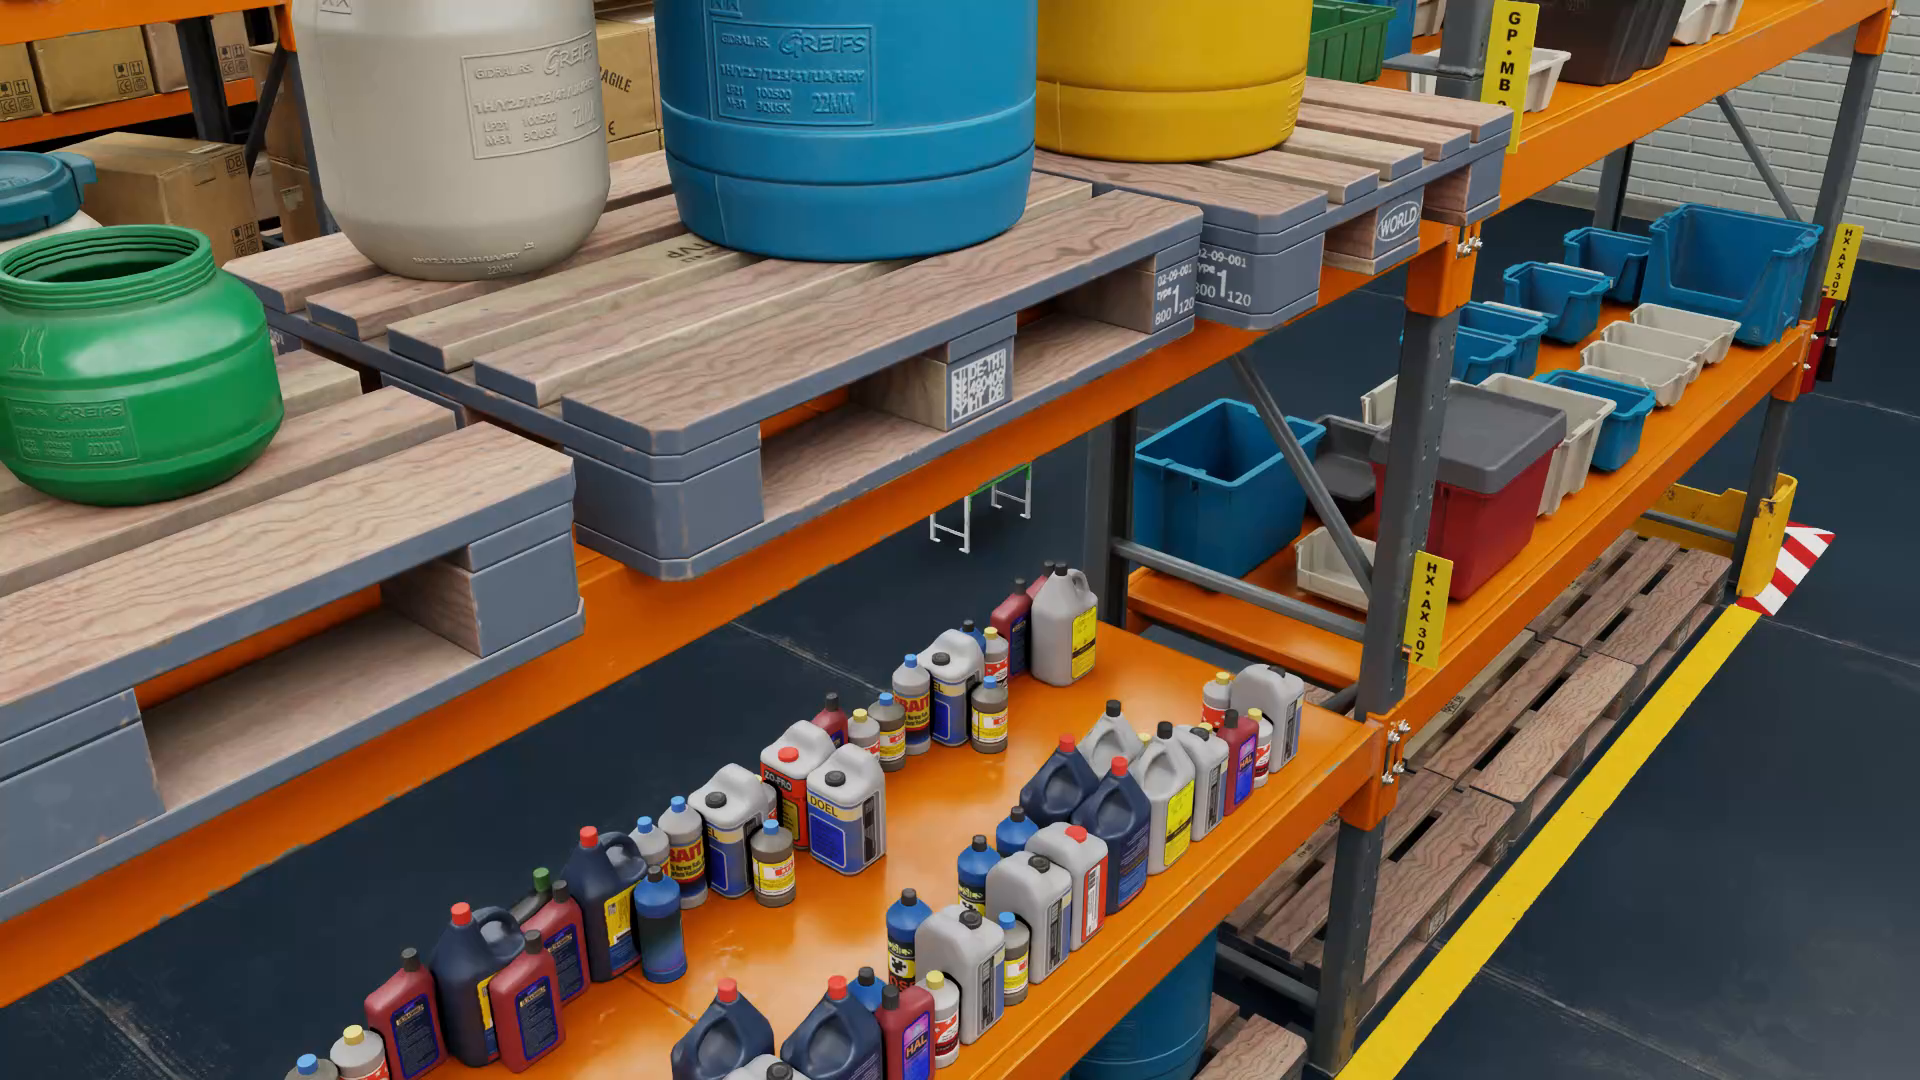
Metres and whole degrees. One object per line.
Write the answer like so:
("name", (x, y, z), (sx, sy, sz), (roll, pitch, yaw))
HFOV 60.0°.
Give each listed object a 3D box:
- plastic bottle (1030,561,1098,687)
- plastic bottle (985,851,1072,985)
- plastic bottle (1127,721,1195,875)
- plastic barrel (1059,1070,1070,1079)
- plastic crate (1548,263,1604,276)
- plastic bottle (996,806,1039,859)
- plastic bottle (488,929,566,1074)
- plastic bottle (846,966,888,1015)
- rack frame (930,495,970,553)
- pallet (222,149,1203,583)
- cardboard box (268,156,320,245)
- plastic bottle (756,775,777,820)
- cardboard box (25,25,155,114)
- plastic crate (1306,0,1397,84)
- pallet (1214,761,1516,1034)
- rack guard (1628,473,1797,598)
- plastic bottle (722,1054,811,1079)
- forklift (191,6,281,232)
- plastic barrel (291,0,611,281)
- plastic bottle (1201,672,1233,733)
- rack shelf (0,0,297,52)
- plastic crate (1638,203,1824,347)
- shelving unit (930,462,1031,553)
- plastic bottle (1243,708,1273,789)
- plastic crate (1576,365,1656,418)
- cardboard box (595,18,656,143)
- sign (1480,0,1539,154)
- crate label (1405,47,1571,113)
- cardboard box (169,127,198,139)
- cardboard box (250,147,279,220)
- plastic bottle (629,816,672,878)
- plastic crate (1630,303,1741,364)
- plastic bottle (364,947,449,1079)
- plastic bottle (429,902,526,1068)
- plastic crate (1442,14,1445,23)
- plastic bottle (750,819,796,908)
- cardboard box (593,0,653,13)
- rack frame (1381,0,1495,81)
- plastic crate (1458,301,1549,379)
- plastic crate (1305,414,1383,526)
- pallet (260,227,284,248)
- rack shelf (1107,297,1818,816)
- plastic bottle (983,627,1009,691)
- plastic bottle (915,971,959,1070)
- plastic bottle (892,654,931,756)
("plastic bottle", (0.291, 0.213, 4.626), (0.144, 0.351, 0.185), (21, 34, 34))
("plastic bottle", (0.150, 0.792, 3.589), (0.152, 0.276, 0.135), (21, 34, 34))
("plastic bottle", (0.458, 0.591, 3.898), (0.144, 0.351, 0.185), (21, 34, 34))
("plastic barrel", (-0.019, 1.332, 4.238), (0.600, 0.901, 0.708), (21, 34, 34))
("plastic crate", (2.656, -1.100, 7.333), (0.250, 0.136, 0.298), (21, 34, 34))
("plastic bottle", (0.128, 0.717, 3.740), (0.097, 0.271, 0.097), (0, 27, 0))
("plastic bottle", (-0.870, 0.920, 3.333), (0.061, 0.283, 0.133), (21, 34, 34))
("plastic bottle", (-0.182, 0.955, 3.279), (0.097, 0.271, 0.097), (0, 27, 0))
("rack frame", (-0.050, -0.505, 7.921), (0.240, 1.200, 0.015), (21, 34, 34))
("pallet", (-0.352, -0.392, 2.684), (1.003, 0.211, 1.213), (21, 34, 34))
("cardboard box", (-2.909, -1.598, 7.967), (0.500, 0.500, 0.500), (21, 34, 35))
("plastic bottle", (-0.482, 0.650, 3.946), (0.097, 0.201, 0.097), (0, 27, 0))
("cardboard box", (-6.028, -3.326, 11.089), (0.980, 0.700, 0.700), (20, 33, 33))
("plastic crate", (0.827, -1.330, 4.522), (0.450, 0.188, 0.662), (21, 34, 34))
("pallet", (1.228, 1.114, 5.868), (1.003, 0.211, 1.213), (21, 34, 34))
("rack guard", (3.340, -0.173, 8.041), (1.175, 0.500, 0.348), (21, 34, 34))
("plastic bottle", (-0.347, 1.070, 3.053), (0.152, 0.276, 0.135), (21, 34, 34))
("forklift", (-4.001, -2.459, 9.813), (1.130, 2.935, 3.031), (21, 34, 35))
("plastic barrel", (-0.742, -0.686, 2.443), (0.433, 0.535, 0.433), (0, 27, 0))
("plastic bottle", (0.681, 0.440, 4.352), (0.097, 0.201, 0.097), (0, 27, 0))
("rack shelf", (-4.302, -1.606, 5.607), (1.077, 0.370, 4.000), (21, 34, 34))
("plastic crate", (3.266, -1.140, 7.086), (0.616, 0.435, 0.499), (21, 34, 34))
("shelving unit", (0.105, -0.592, 8.088), (0.258, 1.200, 0.503), (21, 34, 34))
("plastic bottle", (0.737, 0.519, 4.199), (0.097, 0.201, 0.097), (0, 27, 0))
("plastic crate", (2.428, -0.524, 6.220), (0.298, 0.136, 0.250), (21, 34, 34))
("cardboard box", (-1.857, -2.240, 8.119), (0.500, 0.500, 0.500), (20, 33, 33))
("sign", (1.214, -1.028, 3.698), (0.100, 0.325, 0.005), (21, 34, 34))
("crate label", (1.325, -1.157, 4.244), (0.293, 0.136, 0.466), (21, 34, 34))
("cardboard box", (-5.558, -2.906, 12.161), (0.380, 0.149, 0.250), (21, 34, 35))
("cardboard box", (-5.316, -2.609, 12.293), (0.700, 0.500, 0.500), (19, 33, 33))
("plastic bottle", (-0.691, 0.735, 3.704), (0.097, 0.271, 0.097), (0, 27, 0))
("plastic crate", (2.956, -0.839, 6.828), (0.396, 0.136, 0.243), (21, 34, 34))
("plastic bottle", (-1.099, 0.944, 3.288), (0.061, 0.283, 0.133), (21, 34, 34))
("plastic bottle", (-0.965, 0.870, 3.358), (0.144, 0.351, 0.185), (21, 34, 34))
("plastic crate", (1.687, -1.855, 5.436), (0.437, 0.282, 0.530), (21, 34, 34))
("plastic bottle", (-0.426, 0.729, 3.793), (0.097, 0.201, 0.097), (0, 27, 0))
("cardboard box", (-1.942, -2.584, 8.784), (0.500, 0.500, 0.500), (20, 34, 34))
("rack frame", (0.790, -2.517, 3.323), (1.000, 3.000, 0.127), (21, 34, 34))
("plastic crate", (2.086, -0.765, 6.582), (0.416, 0.233, 0.300), (21, 34, 34))
("plastic crate", (1.295, -0.233, 5.669), (0.437, 0.125, 0.590), (21, 34, 34))
("pallet", (-5.534, -2.191, 12.256), (1.003, 0.211, 1.213), (21, 34, 34))
("rack shelf", (2.063, -0.242, 6.237), (1.077, 0.370, 4.000), (21, 34, 34))
("plastic bottle", (0.084, 0.334, 4.556), (0.097, 0.201, 0.097), (0, 27, 0))
("plastic bottle", (-0.050, 0.957, 3.352), (0.097, 0.201, 0.097), (0, 27, 0))
("plastic bottle", (-0.126, 0.420, 4.314), (0.097, 0.271, 0.097), (0, 27, 0))
